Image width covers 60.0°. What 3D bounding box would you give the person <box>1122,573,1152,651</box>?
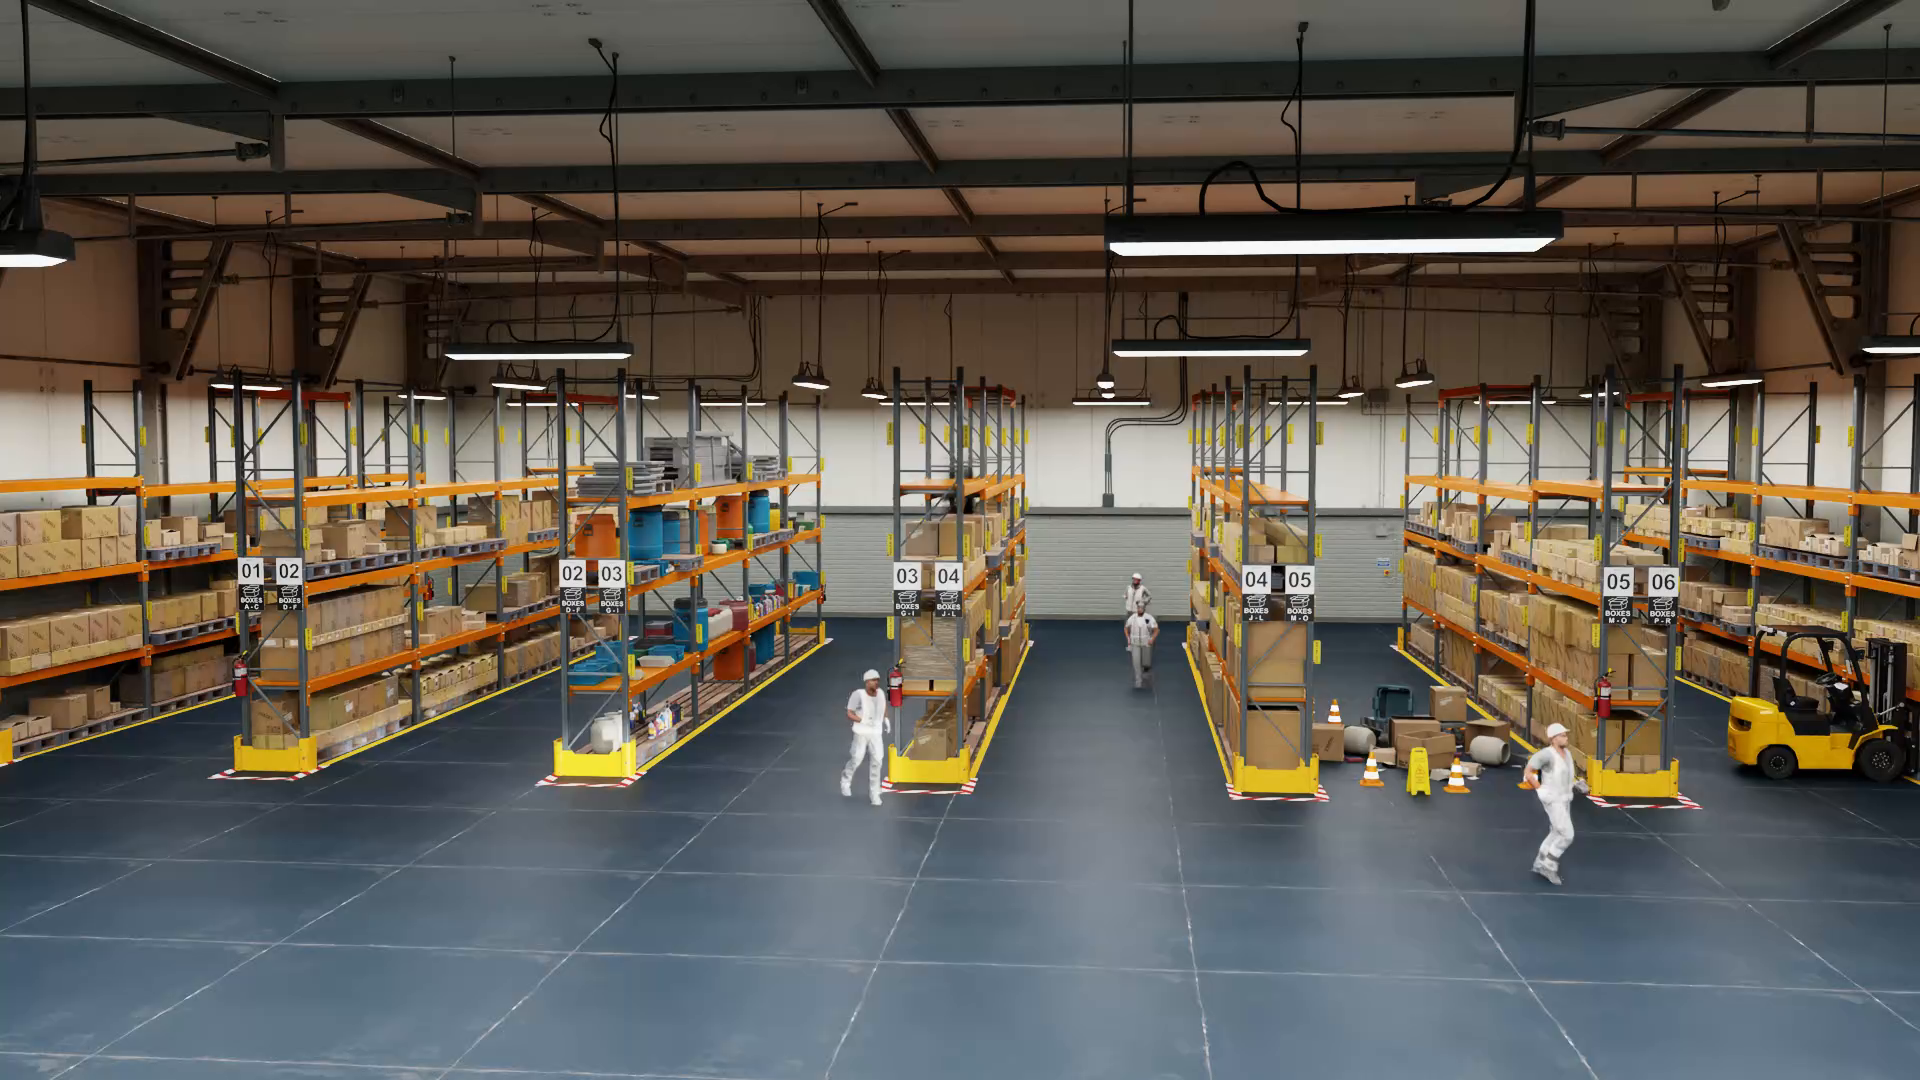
[{"bbox_3d":[4.124,1.690,39.196,0.611,1.828,0.790,2,4,31],"label":"person"}]

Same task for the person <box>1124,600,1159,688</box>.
[{"bbox_3d":[3.618,2.060,33.266,0.695,1.734,0.792,1,4,9],"label":"person"}]

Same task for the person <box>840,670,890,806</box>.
[{"bbox_3d":[-1.251,2.693,22.881,0.725,1.833,0.814,-2,4,-32],"label":"person"}]

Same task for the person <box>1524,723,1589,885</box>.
[{"bbox_3d":[6.720,2.970,18.664,0.638,1.821,0.624,-3,5,-40],"label":"person"}]
